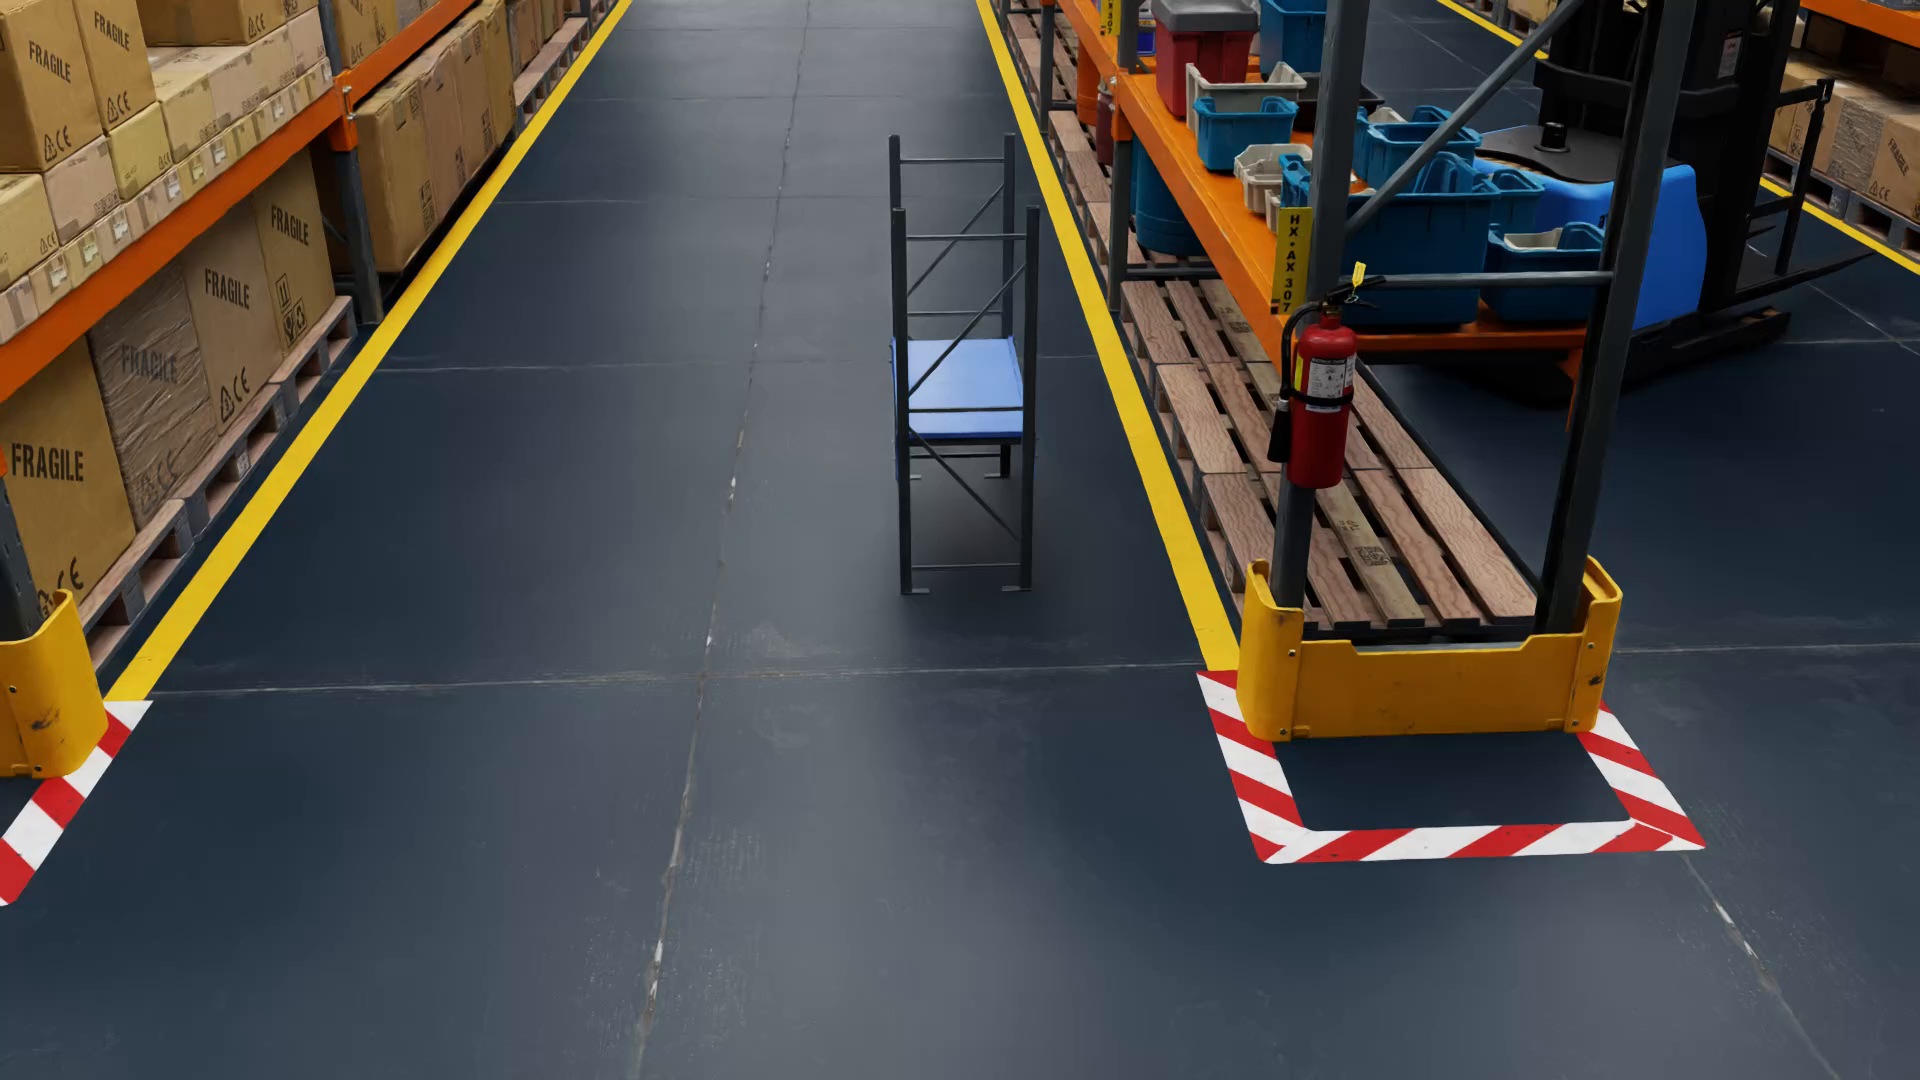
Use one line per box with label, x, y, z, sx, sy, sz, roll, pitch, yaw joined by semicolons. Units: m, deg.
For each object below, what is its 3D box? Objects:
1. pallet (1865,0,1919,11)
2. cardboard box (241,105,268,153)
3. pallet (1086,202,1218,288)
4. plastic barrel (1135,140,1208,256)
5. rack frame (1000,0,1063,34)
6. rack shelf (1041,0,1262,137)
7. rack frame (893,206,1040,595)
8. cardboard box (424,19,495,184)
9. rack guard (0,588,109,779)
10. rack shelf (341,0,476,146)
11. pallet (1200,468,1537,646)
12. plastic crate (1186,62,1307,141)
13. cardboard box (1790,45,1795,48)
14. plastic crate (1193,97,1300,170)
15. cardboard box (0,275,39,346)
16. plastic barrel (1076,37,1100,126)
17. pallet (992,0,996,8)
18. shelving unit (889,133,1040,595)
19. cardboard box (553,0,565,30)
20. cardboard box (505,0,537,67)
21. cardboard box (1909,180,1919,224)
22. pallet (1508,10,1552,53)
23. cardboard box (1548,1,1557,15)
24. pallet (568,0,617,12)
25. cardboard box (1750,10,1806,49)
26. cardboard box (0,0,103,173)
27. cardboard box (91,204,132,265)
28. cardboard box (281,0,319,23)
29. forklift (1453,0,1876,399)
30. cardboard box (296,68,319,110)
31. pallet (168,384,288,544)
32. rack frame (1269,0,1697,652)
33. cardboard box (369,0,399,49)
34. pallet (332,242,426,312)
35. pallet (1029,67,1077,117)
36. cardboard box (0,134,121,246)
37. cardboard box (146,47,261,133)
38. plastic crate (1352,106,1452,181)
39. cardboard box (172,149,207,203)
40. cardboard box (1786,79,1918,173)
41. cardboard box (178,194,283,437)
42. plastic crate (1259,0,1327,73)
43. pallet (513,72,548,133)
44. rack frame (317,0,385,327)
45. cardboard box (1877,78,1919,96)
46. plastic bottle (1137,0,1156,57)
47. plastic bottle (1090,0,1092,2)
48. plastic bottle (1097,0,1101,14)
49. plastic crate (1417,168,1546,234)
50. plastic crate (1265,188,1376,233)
pallet;6.161;-3.598;10.611;1.003;0.211;1.213;-1;28;-3
cardboard box;-3.233;-1.776;7.184;0.380;0.149;0.250;-1;28;-2
pallet;1.318;-1.736;9.851;1.003;0.211;1.213;-1;28;-3
plastic barrel;1.305;-2.123;9.392;0.600;0.901;0.708;-1;28;-3
rack frame;0.899;-6.310;15.605;1.000;3.000;0.127;-1;28;-3
rack shelf;1.212;-3.220;10.458;1.077;0.370;4.000;-1;28;-3
rack frame;0.022;-0.470;6.029;0.500;1.500;0.032;-1;28;-3
cardboard box;-3.785;-2.856;10.826;1.225;0.875;0.875;-1;28;-2
rack guard;-3.420;0.471;5.307;1.175;0.500;0.348;-1;28;-3
rack shelf;-3.734;-3.101;10.229;1.077;0.370;4.000;-1;28;-3
pallet;1.521;0.086;6.356;1.003;0.211;1.213;-1;28;-3
plastic crate;1.212;-1.880;7.174;0.437;0.282;0.530;-1;28;-3
cardboard box;5.793;-3.450;12.349;0.500;0.500;0.500;0;28;0
plastic crate;1.162;-1.663;6.811;0.416;0.233;0.300;-1;28;-3
cardboard box;-3.110;-0.709;5.138;0.380;0.149;0.250;-1;28;-2
plastic barrel;1.150;-3.461;12.035;0.600;0.830;0.708;-1;28;-3
pallet;0.839;-5.950;17.929;1.003;0.211;1.213;-1;28;-3
shelving unit;-0.004;-0.704;6.479;0.538;1.500;1.048;-1;28;-3
cardboard box;-4.037;-4.993;15.307;0.700;0.500;0.500;-3;28;-7
cardboard box;-3.972;-4.256;13.894;0.700;0.500;0.500;1;28;2
cardboard box;5.951;-2.041;9.647;0.500;0.500;0.500;-2;28;-3
pallet;5.923;-4.852;15.825;1.003;0.211;1.213;-1;28;-3
cardboard box;5.674;-4.727;15.090;0.500;0.250;0.500;-2;28;-4
pallet;-4.185;-5.828;17.696;1.003;0.211;1.213;-1;28;-3
cardboard box;6.320;-4.045;13.175;0.500;0.311;0.500;0;28;-1
cardboard box;-3.202;-1.506;5.423;0.500;0.500;0.500;-2;28;-4
cardboard box;-3.153;-1.066;5.822;0.380;0.149;0.250;-2;28;-3
cardboard box;-3.339;-2.688;7.690;0.500;0.500;0.500;-1;28;-1
forklift;3.751;-2.478;8.331;3.031;2.935;1.130;-17;32;-30
cardboard box;-3.273;-2.132;7.867;0.380;0.149;0.250;-1;28;-2
pallet;-3.601;-0.342;7.177;1.003;0.211;1.213;-1;28;-3
rack frame;1.525;-0.768;4.979;1.000;3.000;0.127;-1;28;-3
cardboard box;-3.431;-2.991;9.133;0.500;0.500;0.500;-1;28;-3
pallet;-3.745;-1.614;9.616;1.003;0.211;1.213;-1;28;-3
pallet;1.106;-3.585;13.395;1.003;0.211;1.213;-1;28;-3
cardboard box;-3.210;-1.182;5.613;0.500;0.250;0.500;-2;28;-3
cardboard box;-3.288;-1.889;6.969;0.500;0.250;0.500;-1;28;-2
plastic crate;1.757;-1.589;6.670;0.416;0.233;0.300;-1;28;-3
cardboard box;-3.192;-1.419;6.500;0.380;0.149;0.250;-2;28;-4
cardboard box;5.879;-2.736;10.979;0.500;0.500;0.500;-2;28;-4
cardboard box;-3.628;-1.018;7.301;0.875;0.875;0.875;-1;28;-3
plastic crate;1.681;-2.428;8.113;0.392;0.384;0.575;-1;28;-3
pallet;-3.878;-3.468;13.170;1.003;0.211;1.213;-1;28;-3
rack frame;-3.630;-2.496;8.292;1.000;3.000;0.127;-1;28;-3
cardboard box;6.398;-2.760;11.025;0.500;0.500;0.500;-2;28;-5
plastic bottle;0.973;-2.735;8.884;0.152;0.276;0.135;-1;28;-3
plastic bottle;0.884;-3.519;10.307;0.144;0.351;0.185;-1;28;-3
plastic bottle;0.908;-3.306;9.978;0.152;0.276;0.135;-1;28;-3
plastic crate;1.807;-1.147;5.821;0.416;0.233;0.300;-1;28;-3
plastic crate;1.301;-1.184;5.997;0.396;0.136;0.243;-1;28;-3
